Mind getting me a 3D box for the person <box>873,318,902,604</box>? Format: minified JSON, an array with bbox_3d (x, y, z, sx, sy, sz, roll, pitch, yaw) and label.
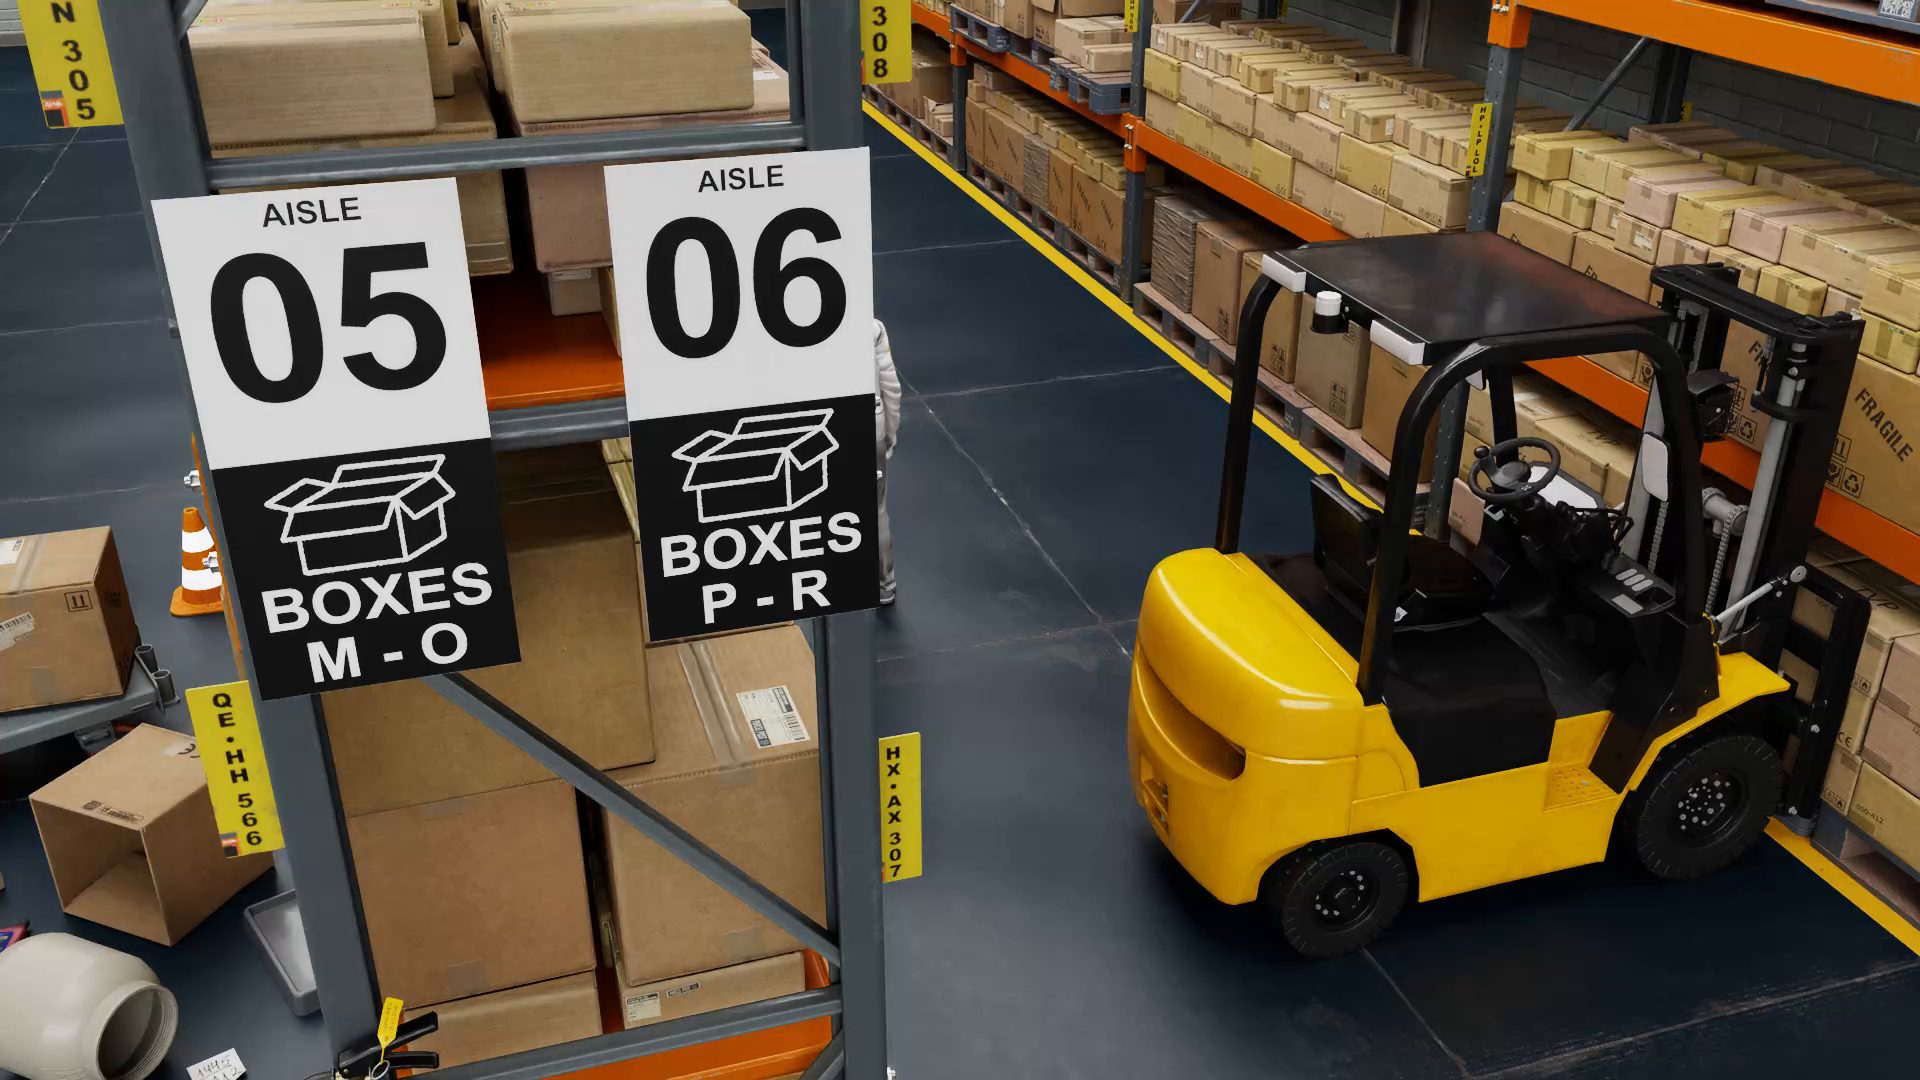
[{"bbox_3d":[-0.525,-0.452,7.519,0.529,1.662,0.372,-8,28,-16],"label":"person"}]
